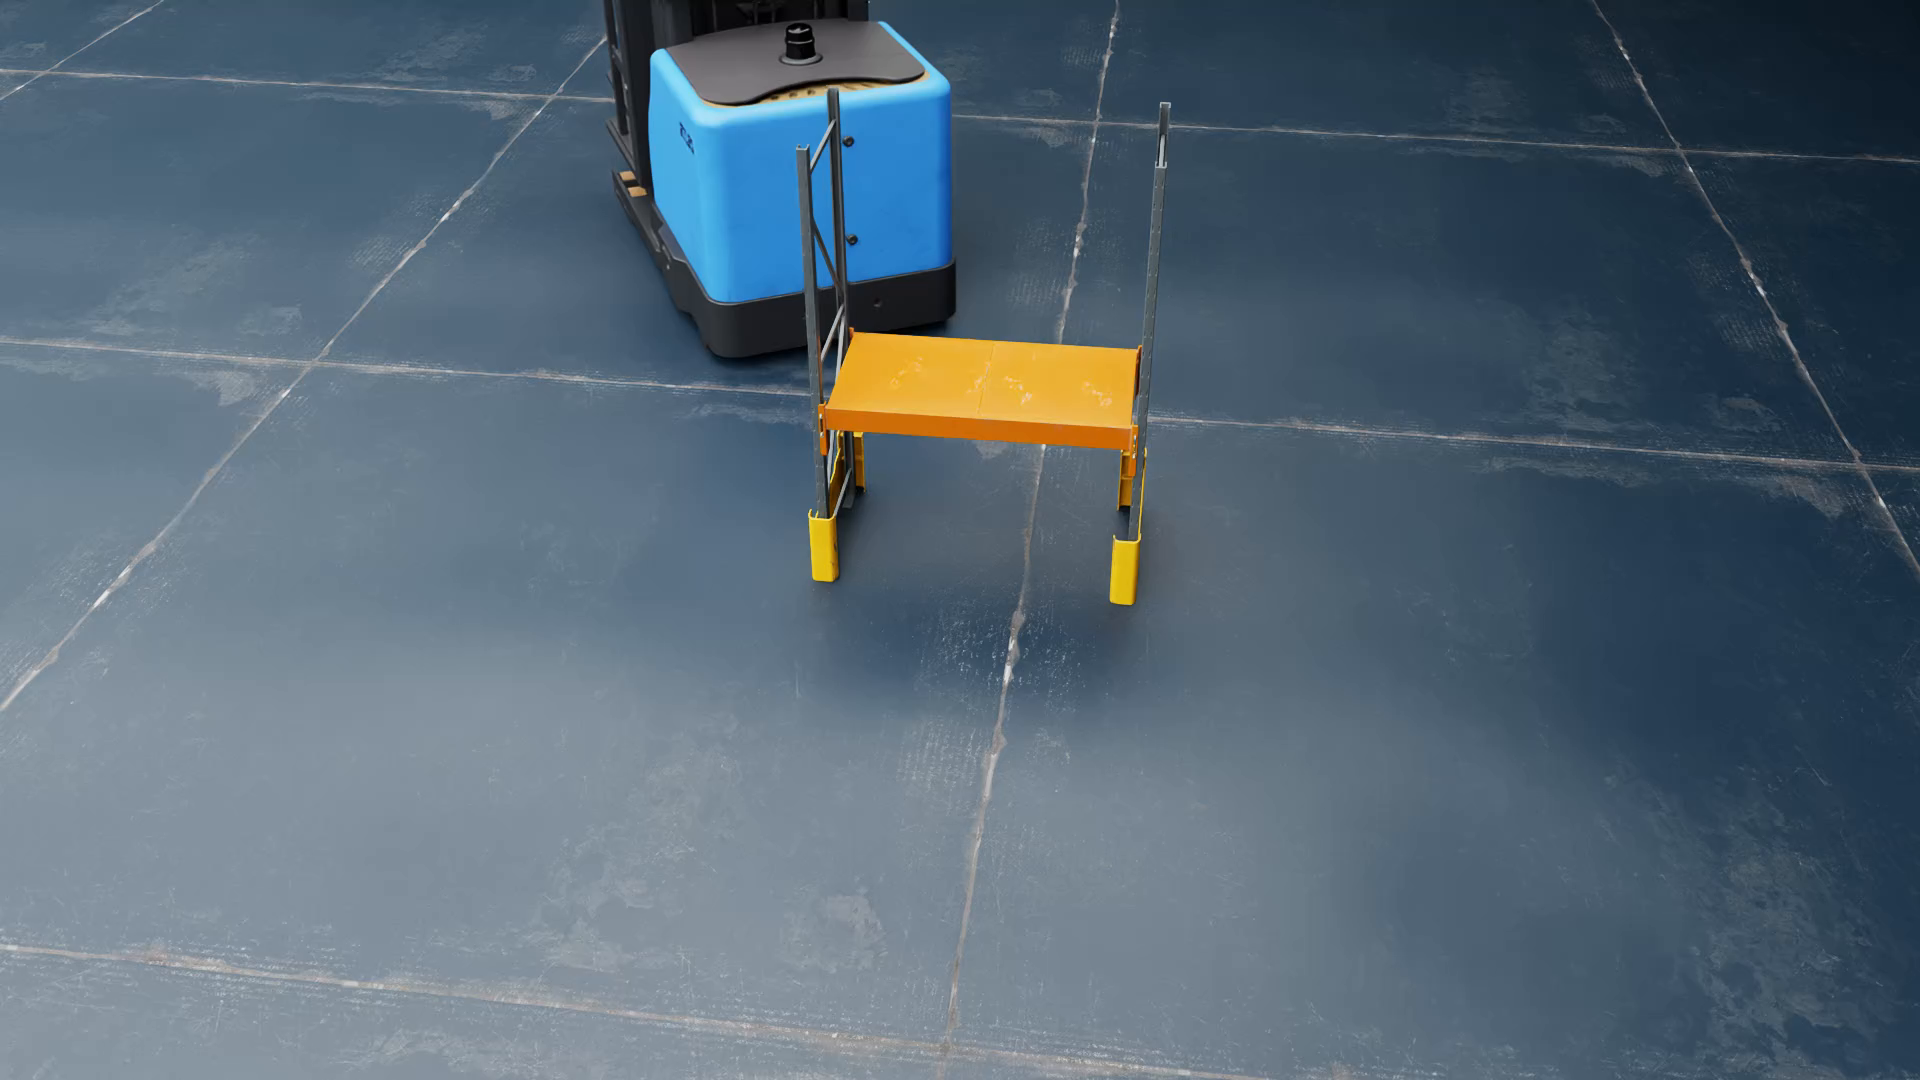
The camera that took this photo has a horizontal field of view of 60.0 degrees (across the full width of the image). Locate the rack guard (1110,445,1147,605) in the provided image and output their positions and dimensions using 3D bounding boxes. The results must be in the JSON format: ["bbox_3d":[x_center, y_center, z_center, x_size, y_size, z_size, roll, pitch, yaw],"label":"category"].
[{"bbox_3d":[0.570,-0.059,5.618,0.087,0.250,0.587,4,36,6],"label":"rack guard"}]

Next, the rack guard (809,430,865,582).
[{"bbox_3d":[-0.418,-0.133,5.721,0.087,0.250,0.587,4,36,6],"label":"rack guard"}]

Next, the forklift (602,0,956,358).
[{"bbox_3d":[-1.023,-2.773,7.112,1.130,2.935,3.031,-13,37,-17],"label":"forklift"}]

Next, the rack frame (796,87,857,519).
[{"bbox_3d":[-0.420,-0.642,5.358,0.032,1.500,0.500,4,36,6],"label":"rack frame"}]

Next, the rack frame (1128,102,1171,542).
[{"bbox_3d":[0.589,-0.567,5.253,0.032,1.500,0.500,4,36,6],"label":"rack frame"}]

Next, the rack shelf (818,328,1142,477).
[{"bbox_3d":[0.085,-0.458,5.410,1.000,0.185,0.538,4,36,6],"label":"rack shelf"}]

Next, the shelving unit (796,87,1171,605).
[{"bbox_3d":[0.076,-0.605,5.306,1.083,1.500,0.587,4,36,6],"label":"shelving unit"}]
